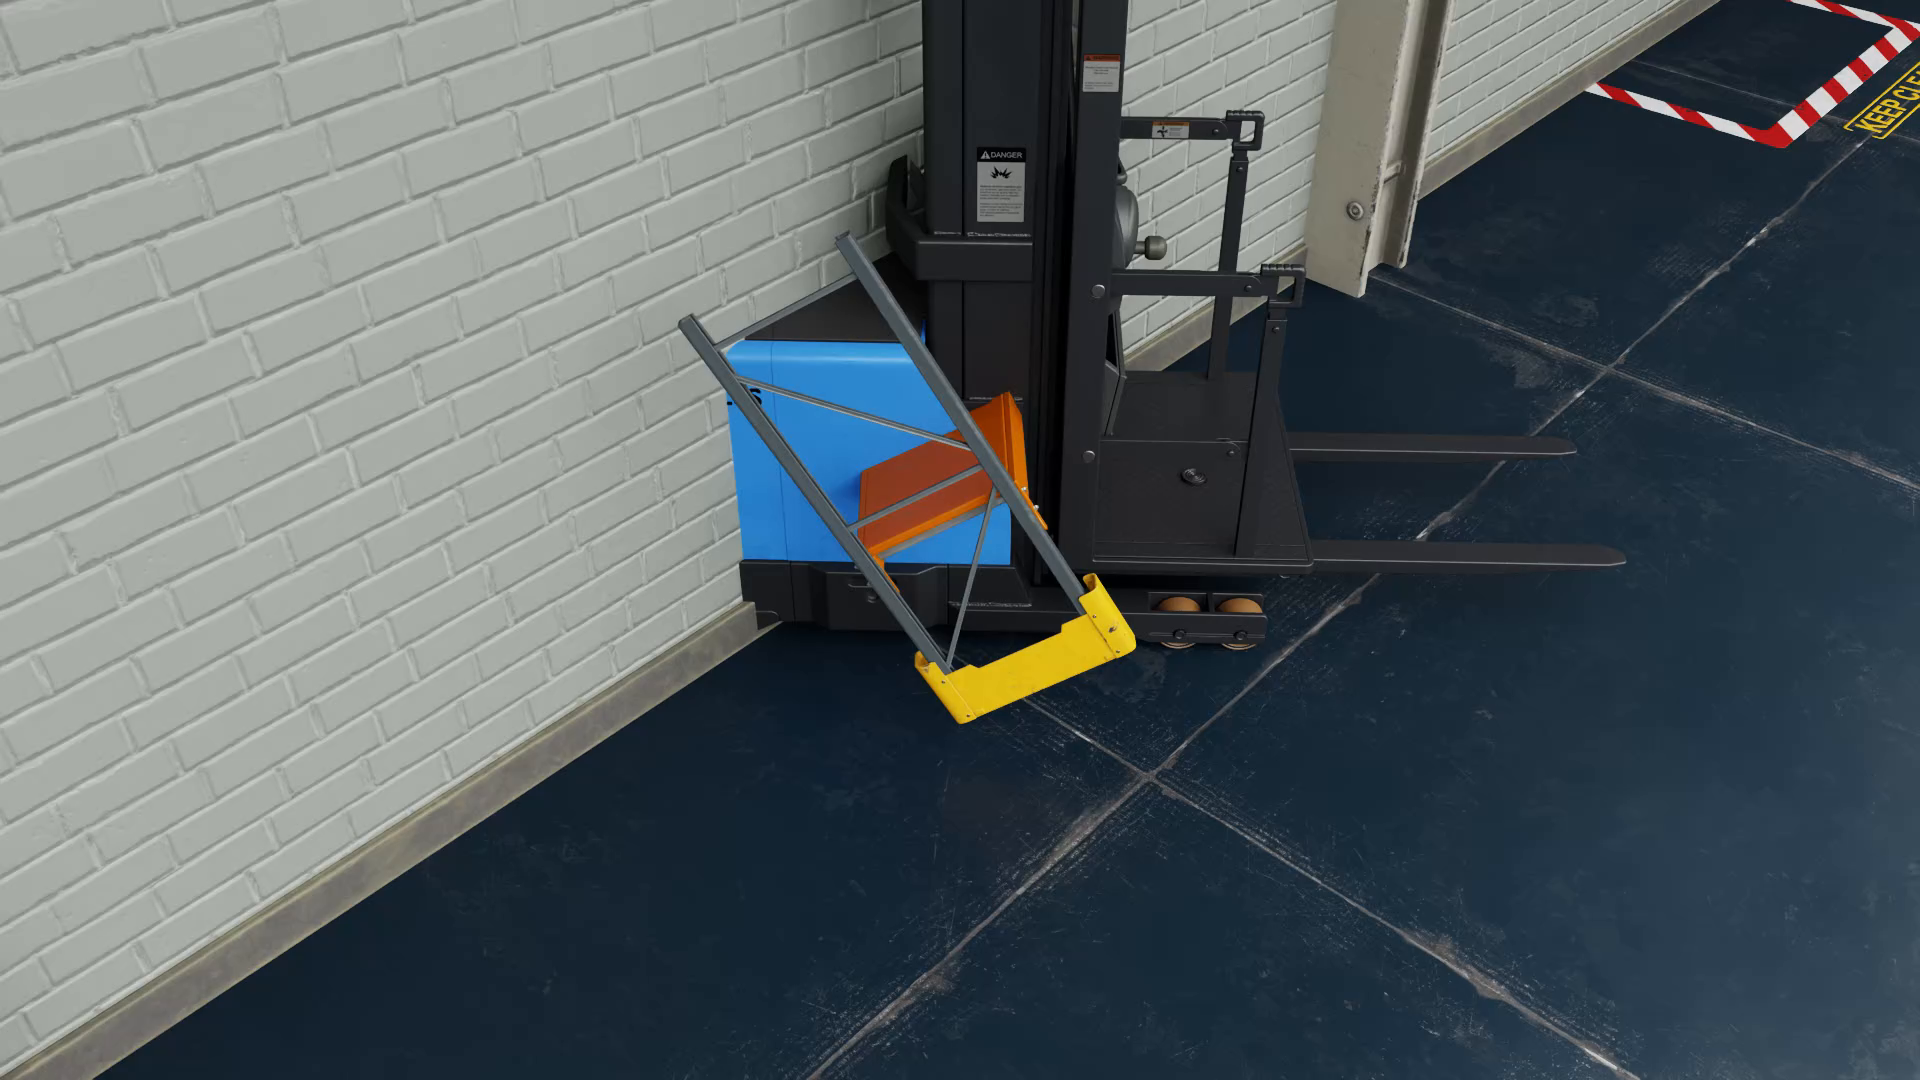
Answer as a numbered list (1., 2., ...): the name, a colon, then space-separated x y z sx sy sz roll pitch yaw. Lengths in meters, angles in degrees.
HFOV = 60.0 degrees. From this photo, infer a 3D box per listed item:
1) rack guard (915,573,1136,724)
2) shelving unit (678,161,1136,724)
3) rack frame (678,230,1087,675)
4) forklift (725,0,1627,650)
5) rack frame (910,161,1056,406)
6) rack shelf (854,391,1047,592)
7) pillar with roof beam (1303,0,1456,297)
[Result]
1. rack guard: 0.187 0.318 4.795 0.587 0.250 0.087 -25 32 16
2. shelving unit: -0.125 -0.413 4.878 0.587 1.500 1.083 -25 32 16
3. rack frame: -0.118 -0.111 4.458 0.500 1.500 0.032 -25 32 16
4. forklift: 0.624 -1.135 4.823 3.031 2.935 1.130 1 39 1
5. rack frame: -0.132 -0.704 5.284 0.500 1.500 0.032 -25 32 16
6. rack shelf: -0.037 -0.281 4.963 0.538 0.185 1.000 -25 32 16
7. pillar with roof beam: 4.882 -2.895 2.160 9.100 9.000 0.400 30 47 32
